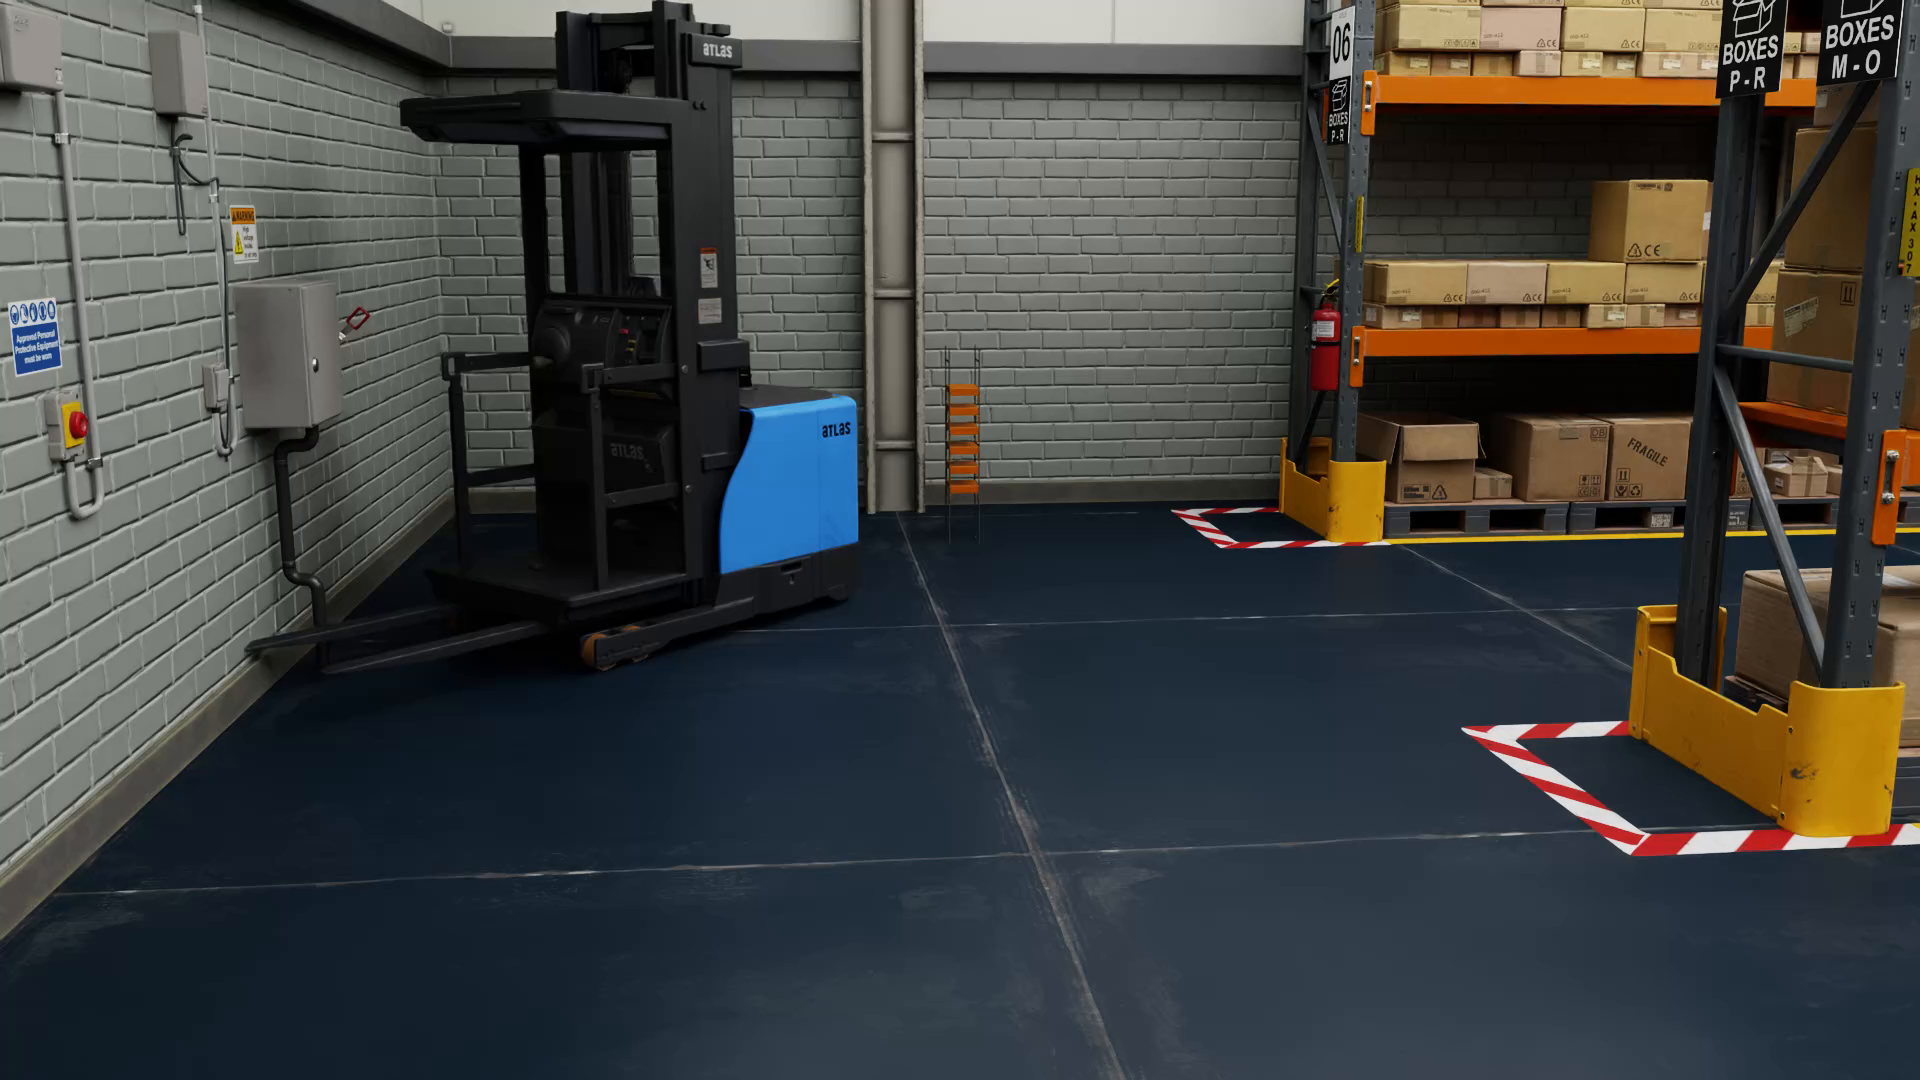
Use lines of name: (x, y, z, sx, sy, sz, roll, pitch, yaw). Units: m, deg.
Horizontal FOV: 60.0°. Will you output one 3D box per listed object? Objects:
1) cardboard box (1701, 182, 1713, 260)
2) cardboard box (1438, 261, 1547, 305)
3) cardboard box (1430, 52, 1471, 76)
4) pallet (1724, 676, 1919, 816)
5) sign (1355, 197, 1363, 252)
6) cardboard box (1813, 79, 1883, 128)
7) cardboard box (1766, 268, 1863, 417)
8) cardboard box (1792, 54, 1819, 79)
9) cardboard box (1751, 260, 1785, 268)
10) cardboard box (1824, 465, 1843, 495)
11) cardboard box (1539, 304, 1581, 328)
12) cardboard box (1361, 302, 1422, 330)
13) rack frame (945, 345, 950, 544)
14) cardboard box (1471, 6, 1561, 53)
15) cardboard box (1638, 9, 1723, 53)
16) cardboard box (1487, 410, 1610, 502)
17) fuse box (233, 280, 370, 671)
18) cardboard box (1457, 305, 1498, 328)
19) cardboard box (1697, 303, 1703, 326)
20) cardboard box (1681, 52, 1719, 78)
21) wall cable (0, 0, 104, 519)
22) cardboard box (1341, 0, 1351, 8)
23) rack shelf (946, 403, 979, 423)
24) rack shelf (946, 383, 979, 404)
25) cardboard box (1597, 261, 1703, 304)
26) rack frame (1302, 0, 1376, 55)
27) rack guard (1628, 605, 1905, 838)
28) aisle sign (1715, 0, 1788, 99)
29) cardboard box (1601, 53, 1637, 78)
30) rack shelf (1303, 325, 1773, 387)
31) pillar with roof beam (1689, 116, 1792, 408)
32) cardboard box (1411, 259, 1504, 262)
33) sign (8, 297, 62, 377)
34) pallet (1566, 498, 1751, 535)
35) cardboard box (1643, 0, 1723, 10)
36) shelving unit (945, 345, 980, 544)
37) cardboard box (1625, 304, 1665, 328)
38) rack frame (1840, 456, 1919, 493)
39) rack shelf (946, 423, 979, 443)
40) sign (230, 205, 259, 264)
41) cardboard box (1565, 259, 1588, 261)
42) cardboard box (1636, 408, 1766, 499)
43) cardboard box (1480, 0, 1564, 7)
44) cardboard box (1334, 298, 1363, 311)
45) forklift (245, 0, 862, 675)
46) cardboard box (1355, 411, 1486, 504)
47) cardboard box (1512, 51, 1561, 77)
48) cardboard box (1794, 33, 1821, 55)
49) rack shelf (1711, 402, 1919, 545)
cardboard box: (4.796, -2.111, 11.003, 0.500, 0.500, 0.500, -2, 11, -8)
cardboard box: (3.310, -1.608, 10.388, 0.500, 0.250, 0.500, -1, 11, -5)
cardboard box: (2.928, -2.888, 10.159, 0.250, 0.149, 0.380, -1, 11, -5)
pallet: (3.655, 0.721, 6.152, 1.213, 0.211, 1.003, -1, 11, -6)
sign: (2.387, -1.888, 9.951, 0.005, 0.325, 0.100, -1, 11, -6)
cardboard box: (3.203, -1.519, 5.787, 0.250, 0.149, 0.380, -1, 11, -5)
cardboard box: (3.319, -0.725, 6.022, 0.500, 0.500, 0.500, -1, 11, -6)
cardboard box: (5.223, -2.922, 10.332, 0.250, 0.149, 0.380, -1, 11, -6)
cardboard box: (5.329, -1.652, 10.614, 0.500, 0.250, 0.500, -1, 11, -6)
cardboard box: (5.783, -0.390, 10.877, 0.250, 0.149, 0.380, -2, 11, -8)
cardboard box: (3.711, -1.425, 10.490, 0.250, 0.149, 0.380, -1, 11, -5)
cardboard box: (2.685, -1.398, 10.355, 0.250, 0.149, 0.380, -1, 11, -7)
rack frame: (-0.077, -0.587, 10.244, 0.006, 1.200, 0.240, -1, 11, -6)
cardboard box: (3.302, -3.083, 10.114, 0.500, 0.250, 0.500, -1, 11, -5)
cardboard box: (4.324, -3.106, 10.234, 0.500, 0.250, 0.500, -1, 11, -7)
cardboard box: (3.801, -0.552, 10.789, 0.500, 0.500, 0.700, -1, 11, -4)
fuse box: (-2.817, -0.267, 7.291, 0.414, 1.711, 0.539, -1, 11, -6)
cardboard box: (3.190, -1.424, 10.489, 0.250, 0.149, 0.380, -1, 11, -7)
cardboard box: (4.720, -1.458, 10.658, 0.250, 0.149, 0.380, -1, 11, -5)
cardboard box: (4.452, -2.897, 10.204, 0.250, 0.149, 0.380, -1, 11, -5)
wall cable: (-2.735, -1.007, 5.001, 0.123, 1.953, 0.585, -1, 11, -6)
cardboard box: (2.740, -3.419, 10.531, 0.500, 0.250, 0.500, -2, 11, -8)
rack shelf: (0.014, -0.781, 10.216, 0.180, 0.103, 0.258, -1, 11, -6)
rack shelf: (0.014, -0.899, 10.193, 0.180, 0.103, 0.258, -1, 11, -6)
cardboard box: (4.319, -1.634, 10.520, 0.500, 0.250, 0.500, -1, 11, -8)
rack frame: (2.328, -4.511, 9.985, 0.127, 3.000, 1.000, -1, 11, -6)
rack guard: (2.844, 0.612, 5.961, 0.348, 0.500, 1.175, -1, 11, -6)
aisle sign: (2.763, -1.949, 5.766, 0.004, 0.787, 0.394, -1, 11, -6)
cardboard box: (3.943, -2.900, 10.217, 0.250, 0.149, 0.380, -1, 11, -7)
rack shelf: (4.317, -1.256, 10.845, 4.000, 0.370, 1.077, -1, 11, -6)
pillar with roof beam: (5.980, -3.927, 7.015, 0.400, 9.000, 9.100, -1, 11, -6)
cardboard box: (3.270, -1.711, 10.911, 0.500, 0.250, 0.500, -1, 11, -6)
sign: (-2.791, -0.615, 5.022, 0.001, 0.218, 0.327, -1, 11, -6)
pallet: (4.406, -0.242, 11.052, 1.213, 0.211, 1.003, -1, 11, -6)
cardboard box: (4.308, -3.350, 10.180, 0.500, 0.250, 0.500, -1, 11, -5)
shelving unit: (0.014, -0.589, 10.254, 0.189, 1.200, 0.258, -1, 11, -6)
cardboard box: (4.230, -1.425, 10.491, 0.250, 0.149, 0.380, -1, 11, -5)
rack frame: (6.305, -1.651, 10.988, 0.127, 3.000, 1.000, -1, 11, -6)
rack shelf: (0.014, -0.663, 10.239, 0.180, 0.103, 0.258, -1, 11, -6)
sign: (-3.017, -1.290, 7.011, 0.001, 0.242, 0.339, -1, 11, -6)
cardboard box: (4.282, -1.731, 11.014, 0.500, 0.250, 0.500, -1, 11, -6)
cardboard box: (4.833, -0.573, 10.899, 0.500, 0.500, 0.700, -2, 11, -8)
cardboard box: (3.304, -3.325, 10.049, 0.500, 0.250, 0.500, -1, 11, -6)
cardboard box: (2.629, -1.502, 10.885, 0.250, 0.149, 0.380, -1, 11, -7)
forklift: (-1.819, -0.963, 7.667, 1.130, 2.935, 3.031, 9, 14, 37)
cardboard box: (2.947, -0.543, 10.736, 0.637, 0.503, 0.797, -2, 11, -8)
cardboard box: (3.444, -2.876, 10.095, 0.250, 0.149, 0.380, -1, 11, -5)
cardboard box: (5.337, -3.124, 10.323, 0.500, 0.250, 0.500, -2, 11, -8)
rack shelf: (4.856, -0.304, 6.003, 4.000, 0.370, 1.077, -1, 11, -6)
